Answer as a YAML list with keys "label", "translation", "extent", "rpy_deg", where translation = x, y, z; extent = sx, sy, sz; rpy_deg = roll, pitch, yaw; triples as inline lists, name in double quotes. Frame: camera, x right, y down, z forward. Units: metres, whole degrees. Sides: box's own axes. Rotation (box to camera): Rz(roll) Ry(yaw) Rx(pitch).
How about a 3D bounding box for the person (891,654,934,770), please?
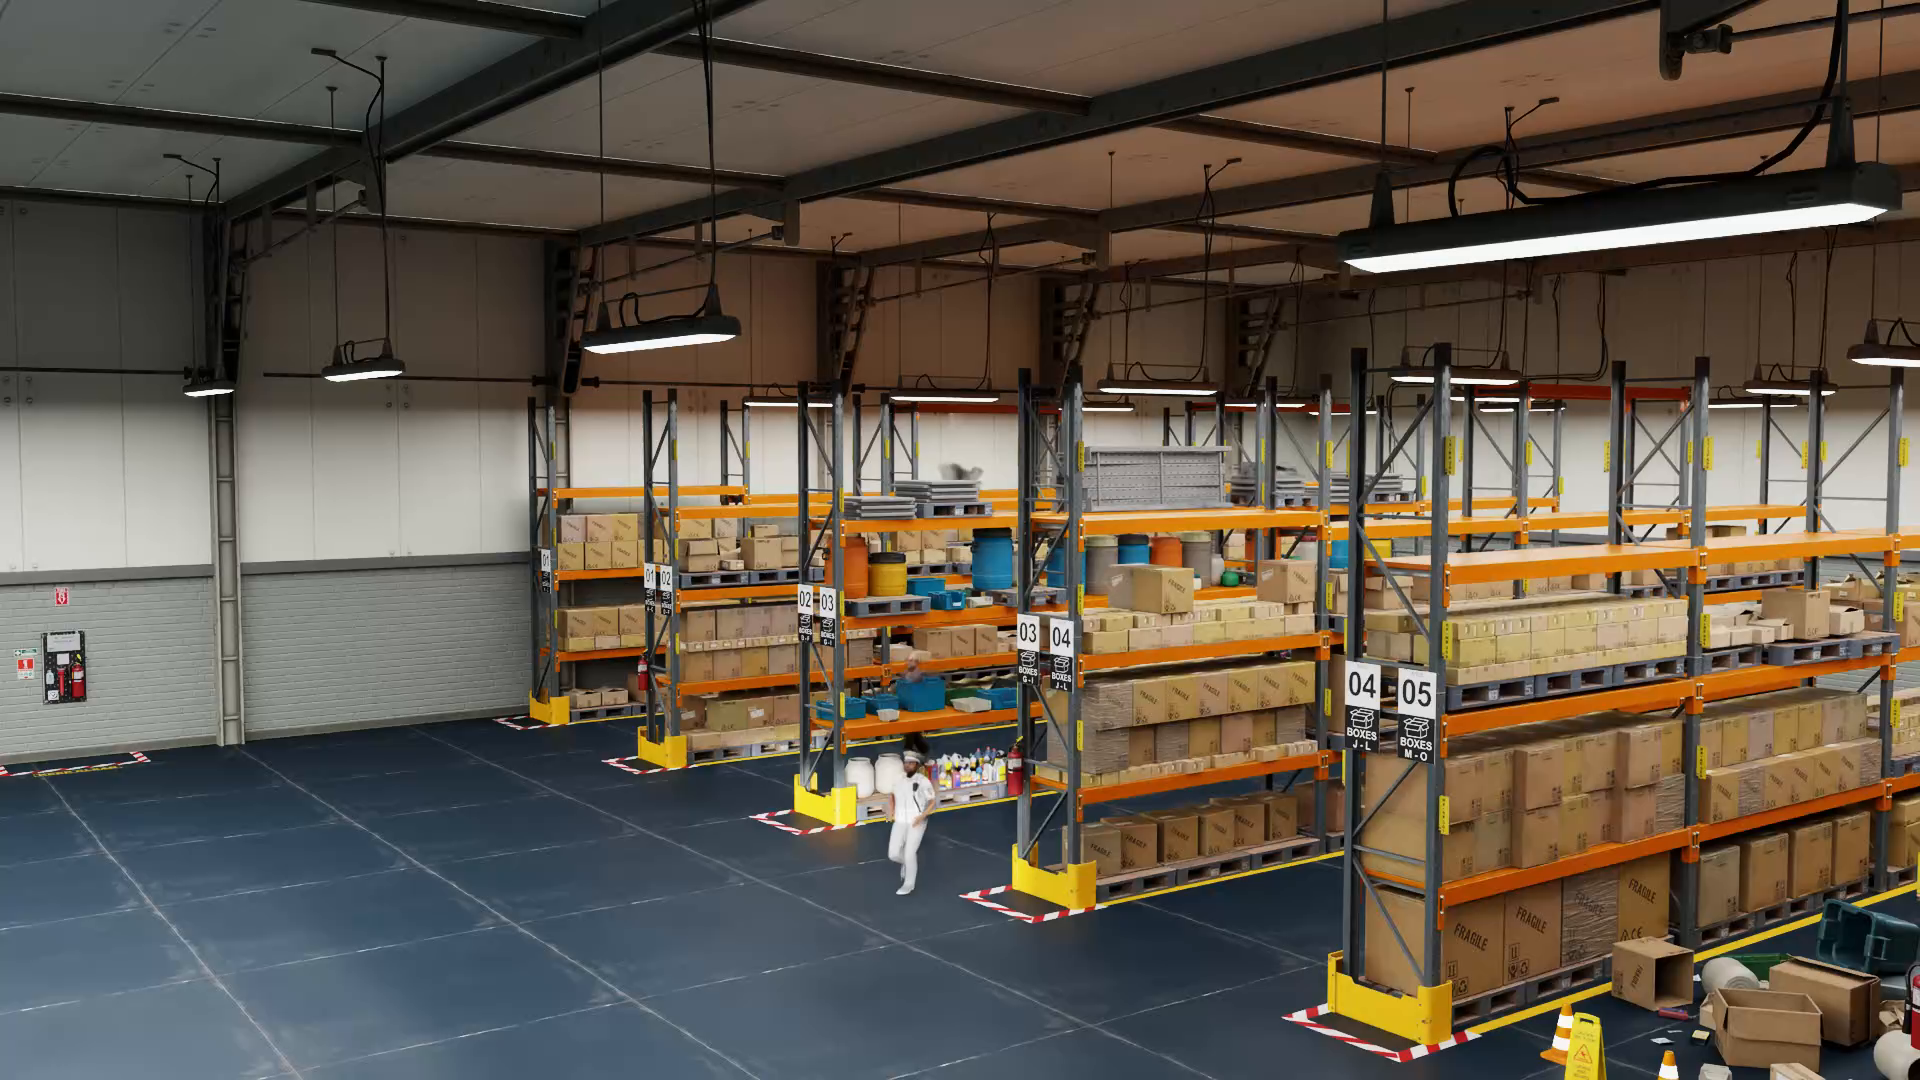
- label: "person"
  translation: [-0.752, 2.703, 26.257]
  extent: [0.910, 1.819, 0.690]
  rpy_deg: [-3, 5, -44]

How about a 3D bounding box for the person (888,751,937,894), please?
- label: "person"
  translation: [-0.549, 3.218, 19.067]
  extent: [0.593, 1.655, 0.538]
  rpy_deg: [1, 4, 21]
